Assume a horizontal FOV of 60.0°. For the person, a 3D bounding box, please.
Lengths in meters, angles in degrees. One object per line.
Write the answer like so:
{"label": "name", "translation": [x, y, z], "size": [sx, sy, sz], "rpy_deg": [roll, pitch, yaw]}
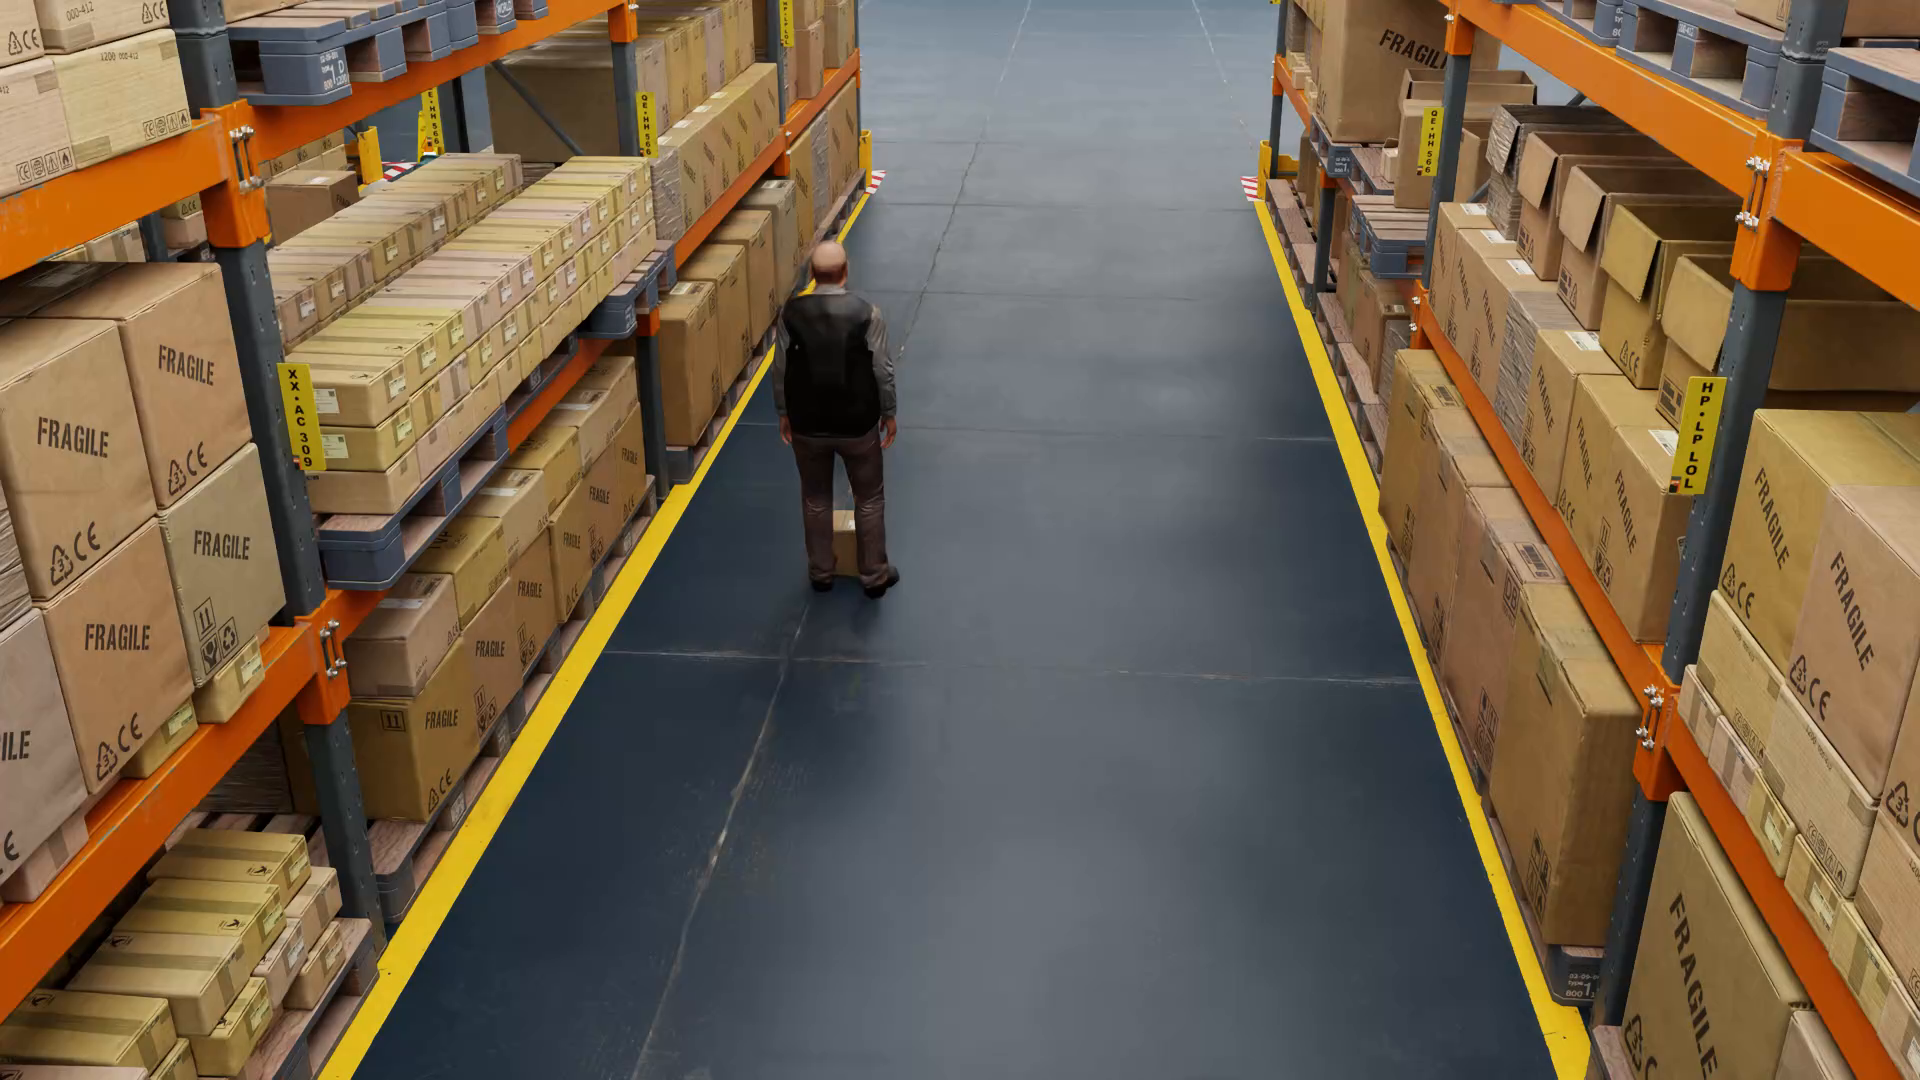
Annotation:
{"label": "person", "translation": [-0.585, -0.549, 7.847], "size": [0.581, 1.719, 0.462], "rpy_deg": [2, 24, 4]}
